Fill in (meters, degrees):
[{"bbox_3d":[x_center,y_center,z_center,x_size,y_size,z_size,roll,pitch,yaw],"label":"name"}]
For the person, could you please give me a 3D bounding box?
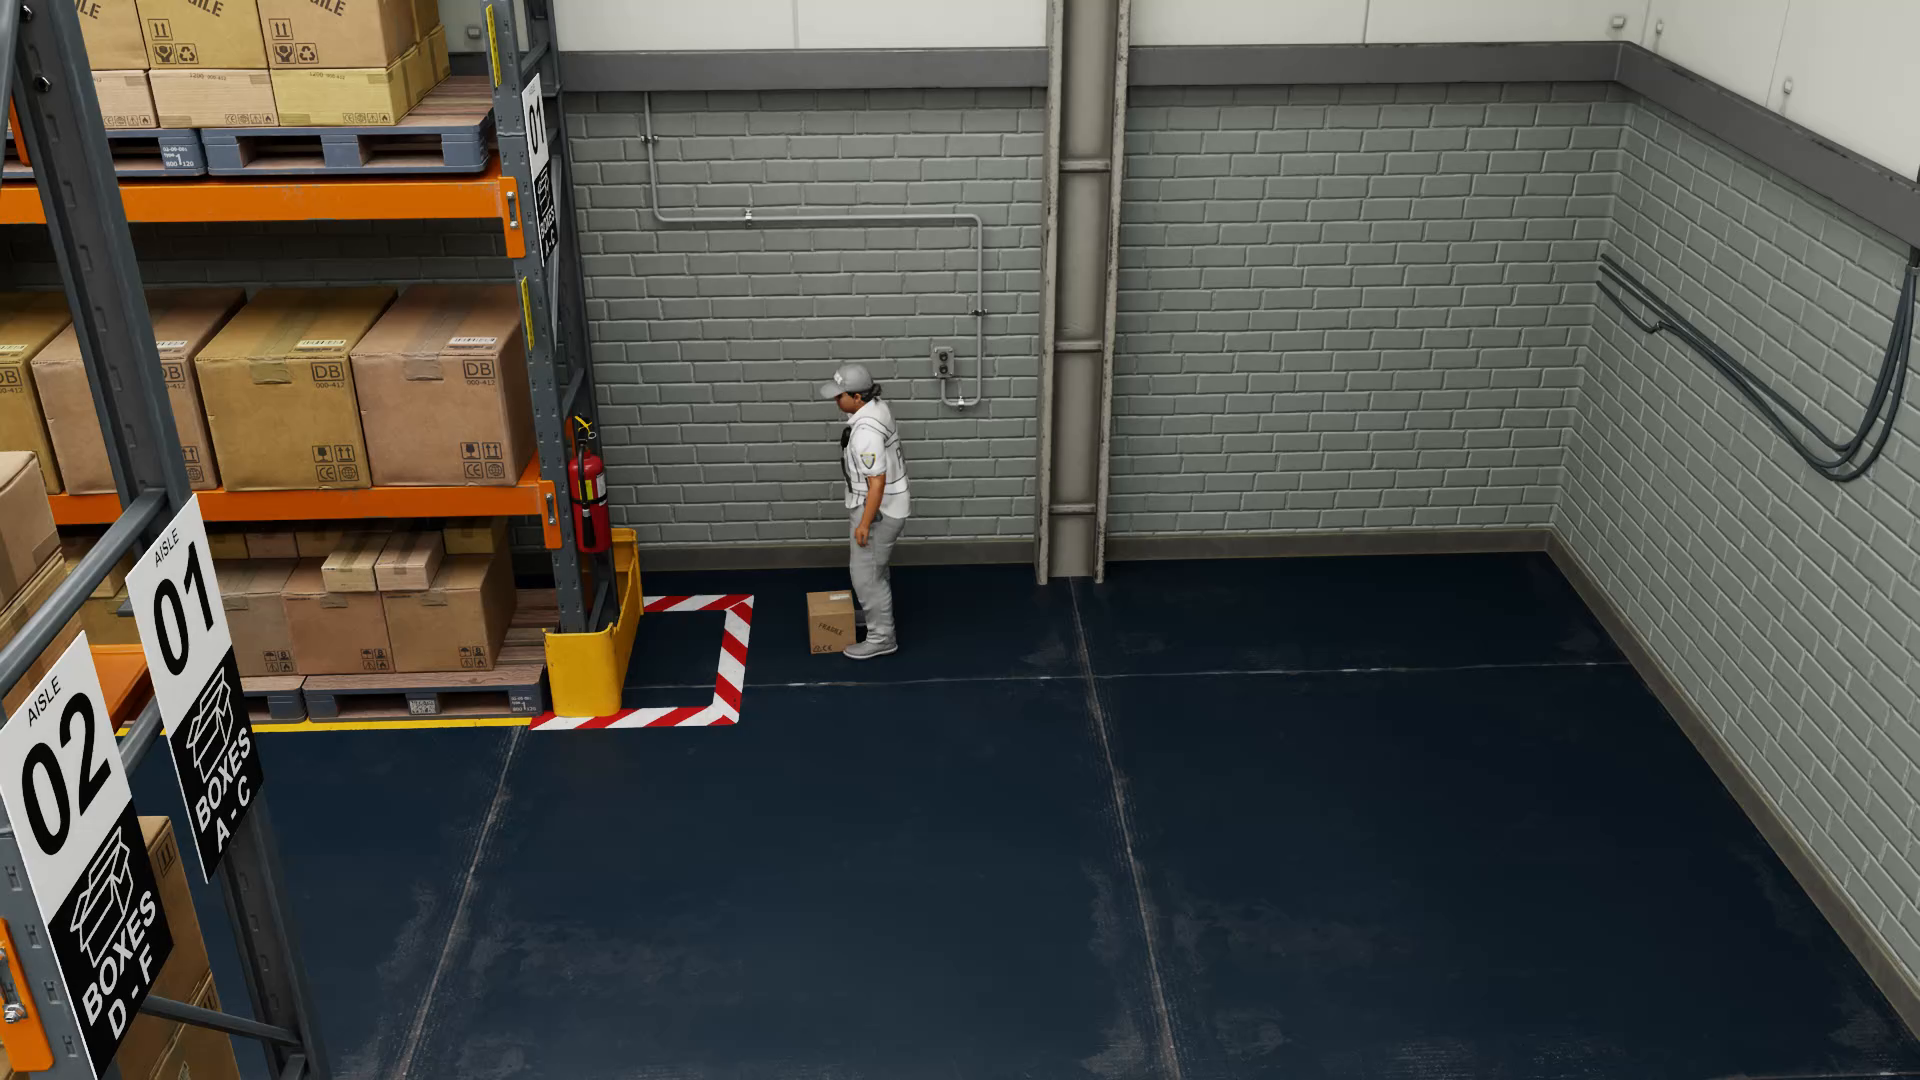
[{"bbox_3d":[-0.498,-0.177,8.949,0.467,1.667,0.540,-1,28,-2],"label":"person"}]
